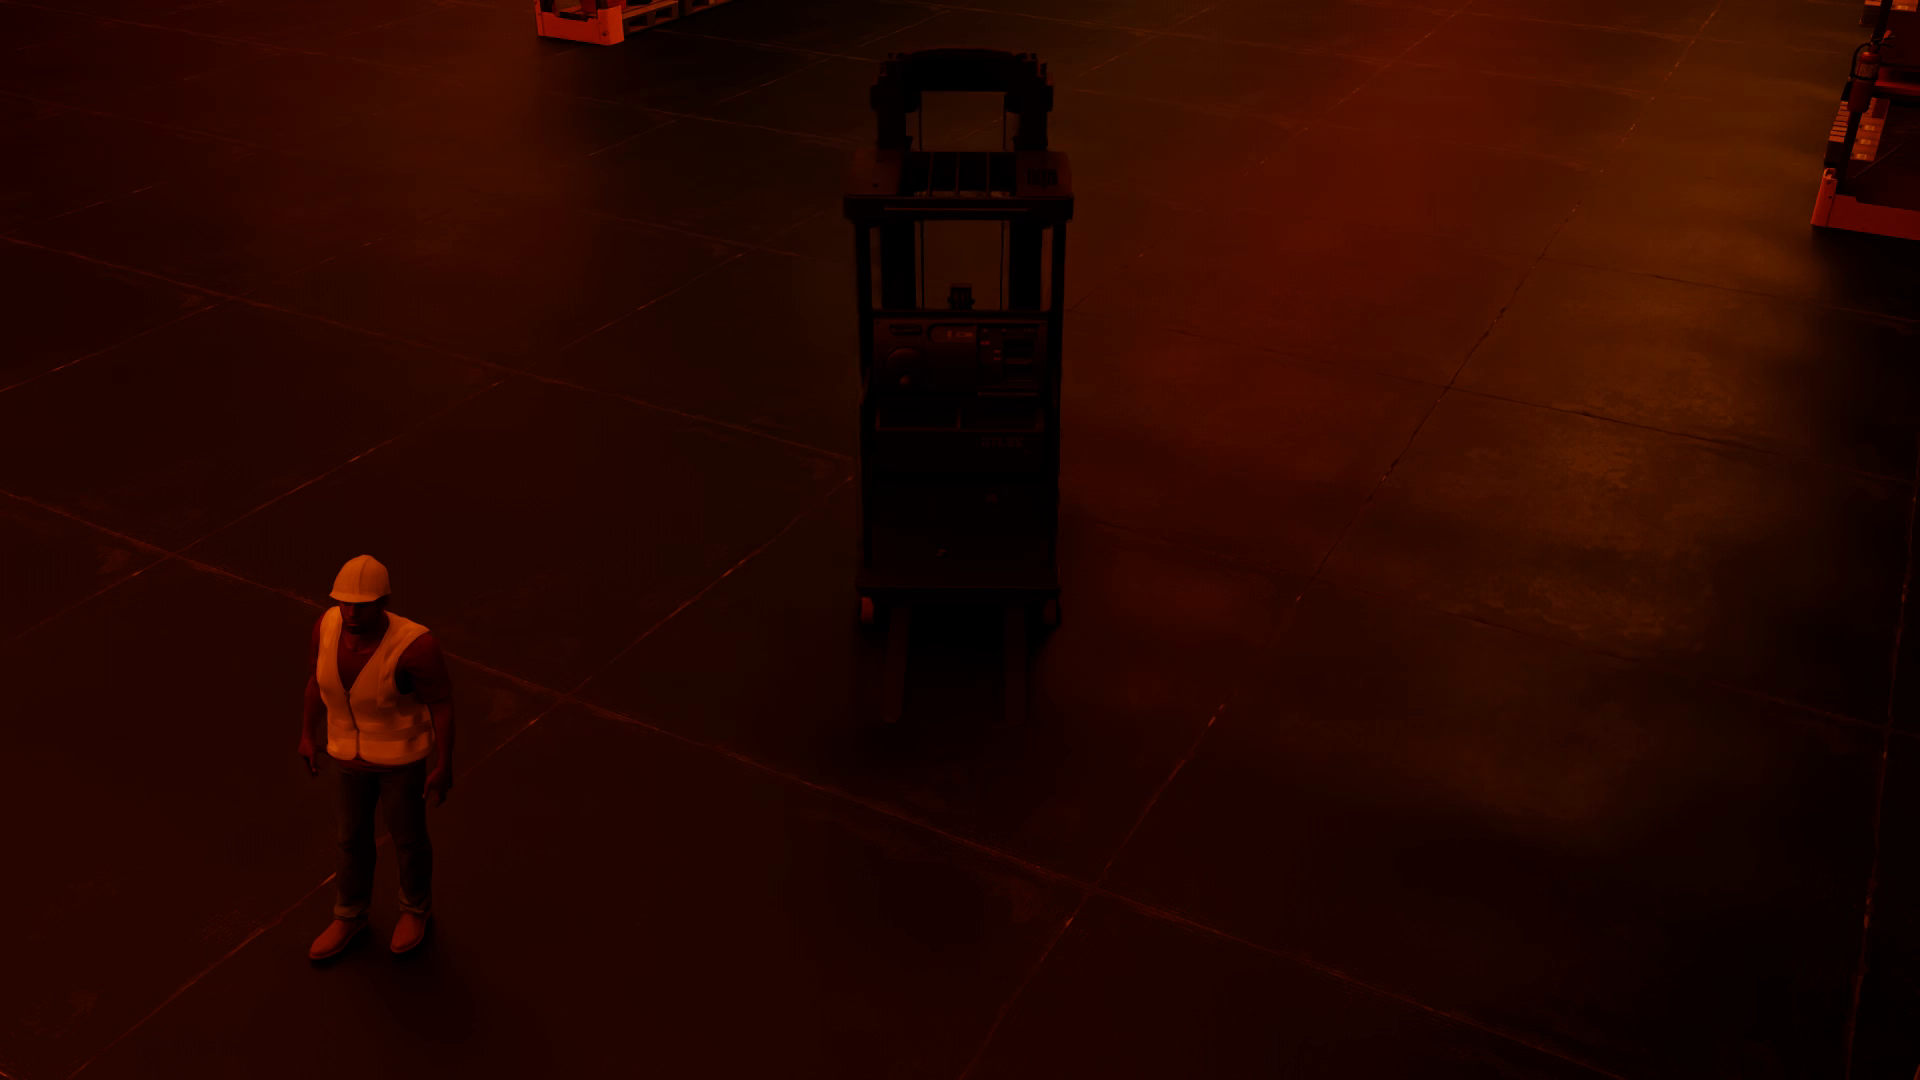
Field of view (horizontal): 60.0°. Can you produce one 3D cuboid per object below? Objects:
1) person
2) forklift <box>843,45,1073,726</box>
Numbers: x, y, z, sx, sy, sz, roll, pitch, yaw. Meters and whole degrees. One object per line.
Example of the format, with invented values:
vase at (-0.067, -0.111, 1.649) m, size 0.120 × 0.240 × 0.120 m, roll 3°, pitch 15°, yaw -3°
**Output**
person at (-2.365, 0.895, 6.671) m, size 0.665 × 1.766 × 0.577 m, roll 7°, pitch 31°, yaw 12°
forklift at (0.000, -0.946, 8.710) m, size 1.130 × 2.935 × 3.031 m, roll 1°, pitch 30°, yaw 1°
